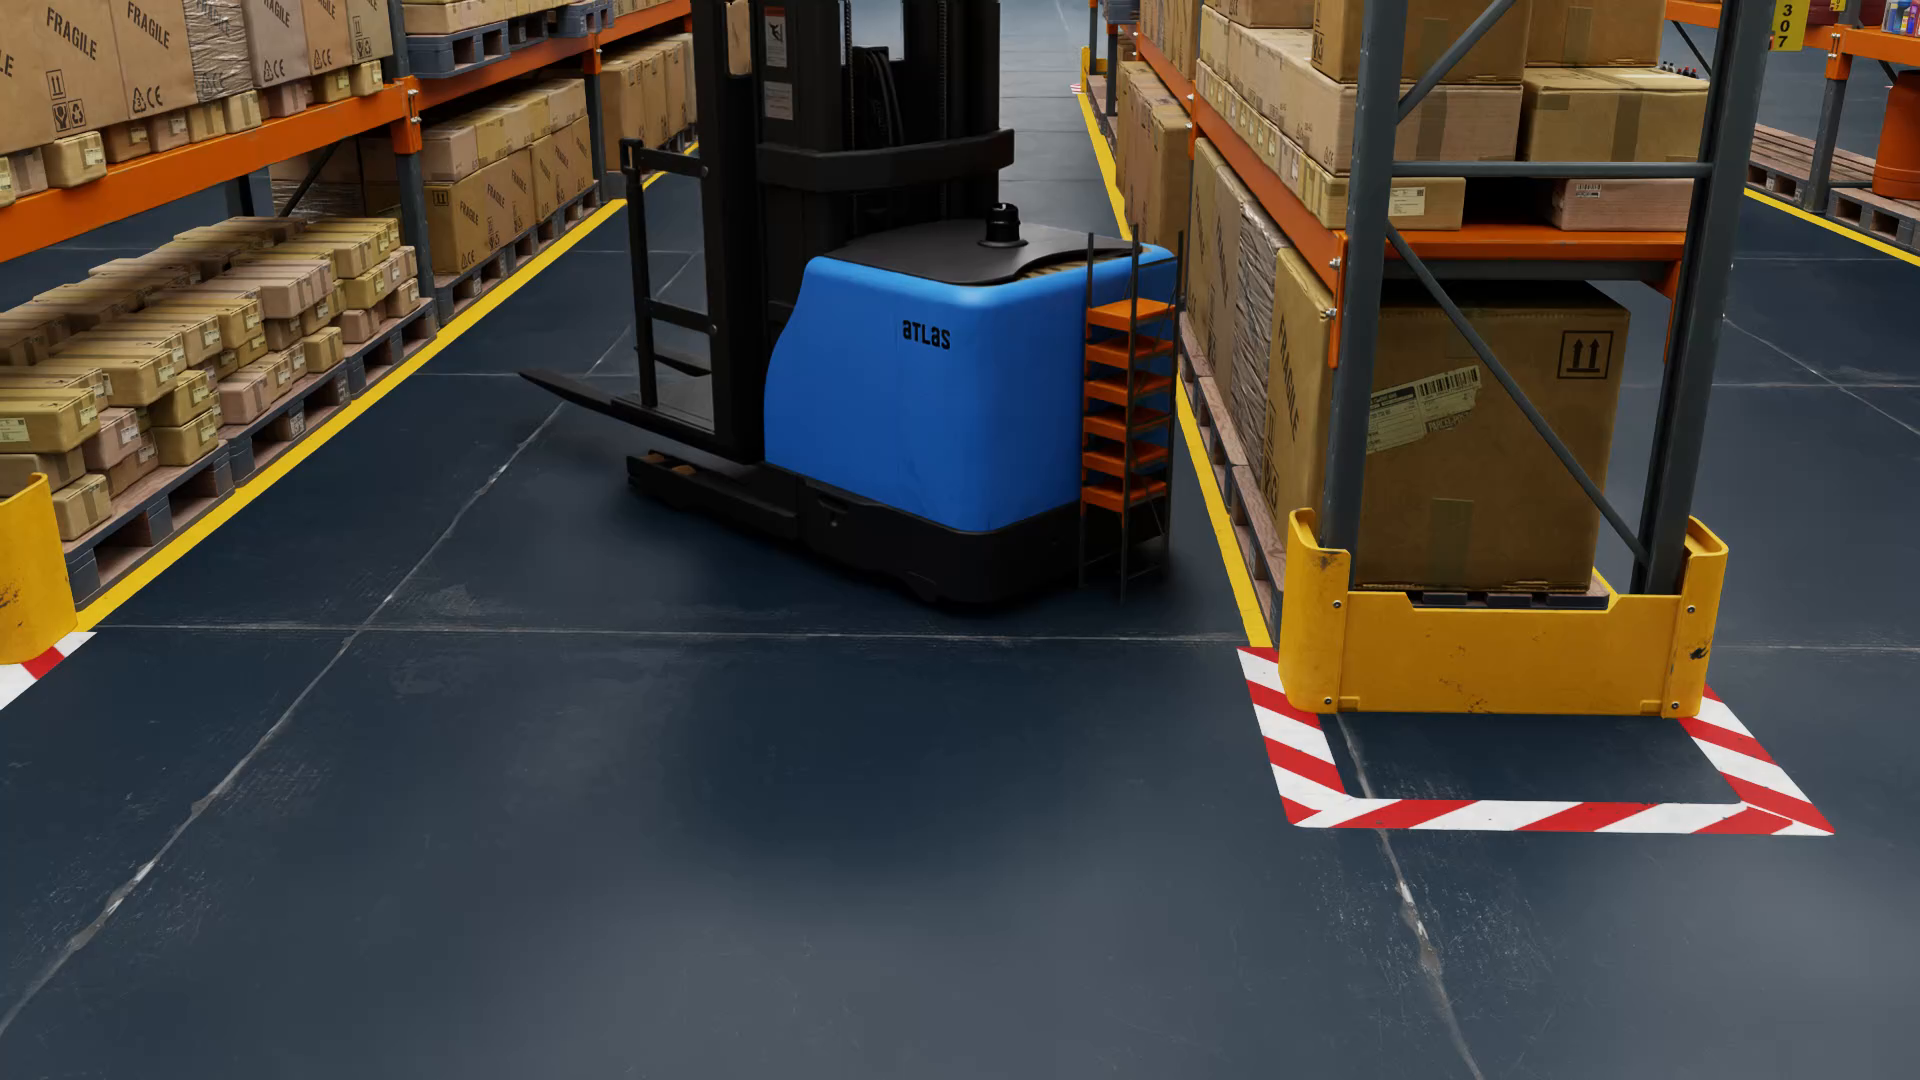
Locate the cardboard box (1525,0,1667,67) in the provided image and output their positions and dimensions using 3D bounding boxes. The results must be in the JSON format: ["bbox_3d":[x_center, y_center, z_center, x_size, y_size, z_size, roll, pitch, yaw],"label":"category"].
[{"bbox_3d":[1.841,-1.738,5.120,0.500,0.500,0.500,0,21,0],"label":"cardboard box"}]

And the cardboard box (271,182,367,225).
[{"bbox_3d":[-3.521,-1.806,9.412,0.500,0.500,0.500,0,21,1],"label":"cardboard box"}]

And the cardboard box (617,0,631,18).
[{"bbox_3d":[-2.874,-4.342,12.933,0.500,0.500,0.500,0,21,1],"label":"cardboard box"}]

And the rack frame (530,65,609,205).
[{"bbox_3d":[-3.170,-3.952,12.067,1.000,3.000,0.127,1,21,2],"label":"rack frame"}]

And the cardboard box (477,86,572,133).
[{"bbox_3d":[-2.933,-2.899,11.192,0.500,0.250,0.500,1,21,2],"label":"cardboard box"}]

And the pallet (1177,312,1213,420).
[{"bbox_3d":[1.562,-0.840,7.903,1.003,0.211,1.213,1,21,2],"label":"pallet"}]

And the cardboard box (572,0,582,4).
[{"bbox_3d":[-2.742,-3.664,11.092,0.380,0.149,0.250,1,21,3],"label":"cardboard box"}]

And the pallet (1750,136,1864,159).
[{"bbox_3d":[6.838,-3.226,14.051,1.003,0.211,1.213,1,21,2],"label":"pallet"}]

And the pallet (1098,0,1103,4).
[{"bbox_3d":[1.738,-4.943,14.886,1.003,0.211,1.213,1,21,2],"label":"pallet"}]

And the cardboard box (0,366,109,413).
[{"bbox_3d":[-3.170,-0.490,5.683,0.380,0.149,0.250,1,21,3],"label":"cardboard box"}]

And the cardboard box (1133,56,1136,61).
[{"bbox_3d":[1.958,-4.481,16.307,0.500,0.500,0.500,0,21,0],"label":"cardboard box"}]

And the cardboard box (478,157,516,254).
[{"bbox_3d":[-2.990,-1.991,9.890,0.500,0.500,0.500,2,21,4],"label":"cardboard box"}]

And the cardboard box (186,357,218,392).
[{"bbox_3d":[-3.128,-0.628,6.449,0.380,0.149,0.250,0,21,-1],"label":"cardboard box"}]

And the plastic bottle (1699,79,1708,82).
[{"bbox_3d":[7.287,-4.415,16.419,0.152,0.276,0.135,1,21,4],"label":"plastic bottle"}]

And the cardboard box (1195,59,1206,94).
[{"bbox_3d":[1.322,-2.194,7.884,0.380,0.149,0.250,1,21,2],"label":"cardboard box"}]

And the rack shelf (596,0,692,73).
[{"bbox_3d":[-3.109,-4.339,14.061,1.077,0.370,4.000,1,21,2],"label":"rack shelf"}]

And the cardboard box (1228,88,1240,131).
[{"bbox_3d":[1.283,-1.725,6.676,0.380,0.149,0.250,1,21,2],"label":"cardboard box"}]

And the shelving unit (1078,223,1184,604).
[{"bbox_3d":[0.550,-0.403,5.408,0.258,1.200,0.189,-20,29,-41],"label":"shelving unit"}]

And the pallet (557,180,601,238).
[{"bbox_3d":[-3.195,-2.369,11.843,1.003,0.211,1.213,1,21,2],"label":"pallet"}]

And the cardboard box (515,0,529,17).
[{"bbox_3d":[-2.786,-3.194,9.880,0.380,0.149,0.250,0,21,1],"label":"cardboard box"}]

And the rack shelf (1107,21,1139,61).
[{"bbox_3d":[1.845,-4.248,13.826,1.077,0.370,4.000,1,21,2],"label":"rack shelf"}]

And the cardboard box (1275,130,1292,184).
[{"bbox_3d":[1.247,-1.259,5.474,0.380,0.149,0.250,1,21,3],"label":"cardboard box"}]

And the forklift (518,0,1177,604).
[{"bbox_3d":[-0.647,-1.601,6.104,1.130,2.935,3.031,-20,29,-41],"label":"forklift"}]

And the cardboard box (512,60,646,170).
[{"bbox_3d":[-3.061,-3.318,12.963,1.050,0.750,0.750,0,21,1],"label":"cardboard box"}]

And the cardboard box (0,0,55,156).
[{"bbox_3d":[-3.123,-1.404,4.951,0.500,0.500,0.500,2,21,4],"label":"cardboard box"}]

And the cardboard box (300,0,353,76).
[{"bbox_3d":[-3.041,-2.325,7.325,0.500,0.500,0.500,0,21,0],"label":"cardboard box"}]

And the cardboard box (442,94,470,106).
[{"bbox_3d":[-3.476,-2.723,10.738,0.500,0.250,0.500,1,21,2],"label":"cardboard box"}]

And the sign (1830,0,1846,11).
[{"bbox_3d":[6.185,-3.886,11.671,0.100,0.325,0.005,1,21,2],"label":"sign"}]

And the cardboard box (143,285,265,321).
[{"bbox_3d":[-3.125,-0.957,6.887,0.380,0.149,0.250,1,21,2],"label":"cardboard box"}]

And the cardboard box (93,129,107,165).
[{"bbox_3d":[-3.177,-1.340,5.683,0.380,0.149,0.250,2,21,4],"label":"cardboard box"}]

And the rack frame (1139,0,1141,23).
[{"bbox_3d":[1.785,-3.861,11.832,1.000,3.000,0.127,1,21,2],"label":"rack frame"}]

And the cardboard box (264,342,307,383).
[{"bbox_3d":[-3.070,-0.759,7.198,0.380,0.149,0.250,1,21,3],"label":"cardboard box"}]

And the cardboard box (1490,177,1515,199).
[{"bbox_3d":[1.896,-1.161,5.222,0.380,0.149,0.250,0,21,0],"label":"cardboard box"}]

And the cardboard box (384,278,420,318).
[{"bbox_3d":[-2.963,-1.227,8.404,0.380,0.149,0.250,1,21,2],"label":"cardboard box"}]

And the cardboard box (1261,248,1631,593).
[{"bbox_3d":[1.481,-0.406,5.284,0.875,0.875,0.875,1,21,2],"label":"cardboard box"}]

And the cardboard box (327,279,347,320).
[{"bbox_3d":[-3.075,-1.109,7.689,0.380,0.149,0.250,1,21,2],"label":"cardboard box"}]

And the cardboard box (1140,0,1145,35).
[{"bbox_3d":[1.498,-3.734,11.369,0.500,0.500,0.500,1,21,3],"label":"cardboard box"}]

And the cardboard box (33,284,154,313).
[{"bbox_3d":[-3.582,-0.962,6.901,0.380,0.149,0.250,1,21,2],"label":"cardboard box"}]

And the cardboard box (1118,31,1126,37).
[{"bbox_3d":[1.992,-5.558,19.082,0.500,0.500,0.500,5,22,12],"label":"cardboard box"}]

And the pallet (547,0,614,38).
[{"bbox_3d":[-3.085,-3.603,11.434,1.213,0.211,1.003,1,21,2],"label":"pallet"}]

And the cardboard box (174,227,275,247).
[{"bbox_3d":[-3.577,-1.428,8.101,0.380,0.149,0.250,2,21,4],"label":"cardboard box"}]

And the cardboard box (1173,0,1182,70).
[{"bbox_3d":[1.426,-2.812,8.991,0.500,0.500,0.500,1,21,3],"label":"cardboard box"}]

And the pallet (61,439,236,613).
[{"bbox_3d":[-3.351,-0.080,5.943,1.003,0.211,1.213,1,21,2],"label":"pallet"}]

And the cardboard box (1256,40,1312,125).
[{"bbox_3d":[1.322,-1.582,5.757,0.500,0.250,0.500,0,21,0],"label":"cardboard box"}]

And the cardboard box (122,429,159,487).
[{"bbox_3d":[-3.151,-0.297,6.009,0.380,0.149,0.250,1,21,2],"label":"cardboard box"}]

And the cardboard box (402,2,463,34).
[{"bbox_3d":[-2.820,-2.721,8.663,0.380,0.149,0.250,0,21,-1],"label":"cardboard box"}]

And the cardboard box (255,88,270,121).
[{"bbox_3d":[-3.105,-1.809,6.892,0.380,0.149,0.250,0,21,1],"label":"cardboard box"}]

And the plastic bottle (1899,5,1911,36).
[{"bbox_3d":[6.365,-3.484,11.135,0.097,0.201,0.097,0,21,0],"label":"plastic bottle"}]

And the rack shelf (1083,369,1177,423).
[{"bbox_3d":[0.550,-0.473,5.381,0.258,0.103,0.180,-20,29,-41],"label":"rack shelf"}]

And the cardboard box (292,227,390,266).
[{"bbox_3d":[-3.010,-1.425,8.093,0.380,0.149,0.250,1,21,2],"label":"cardboard box"}]
